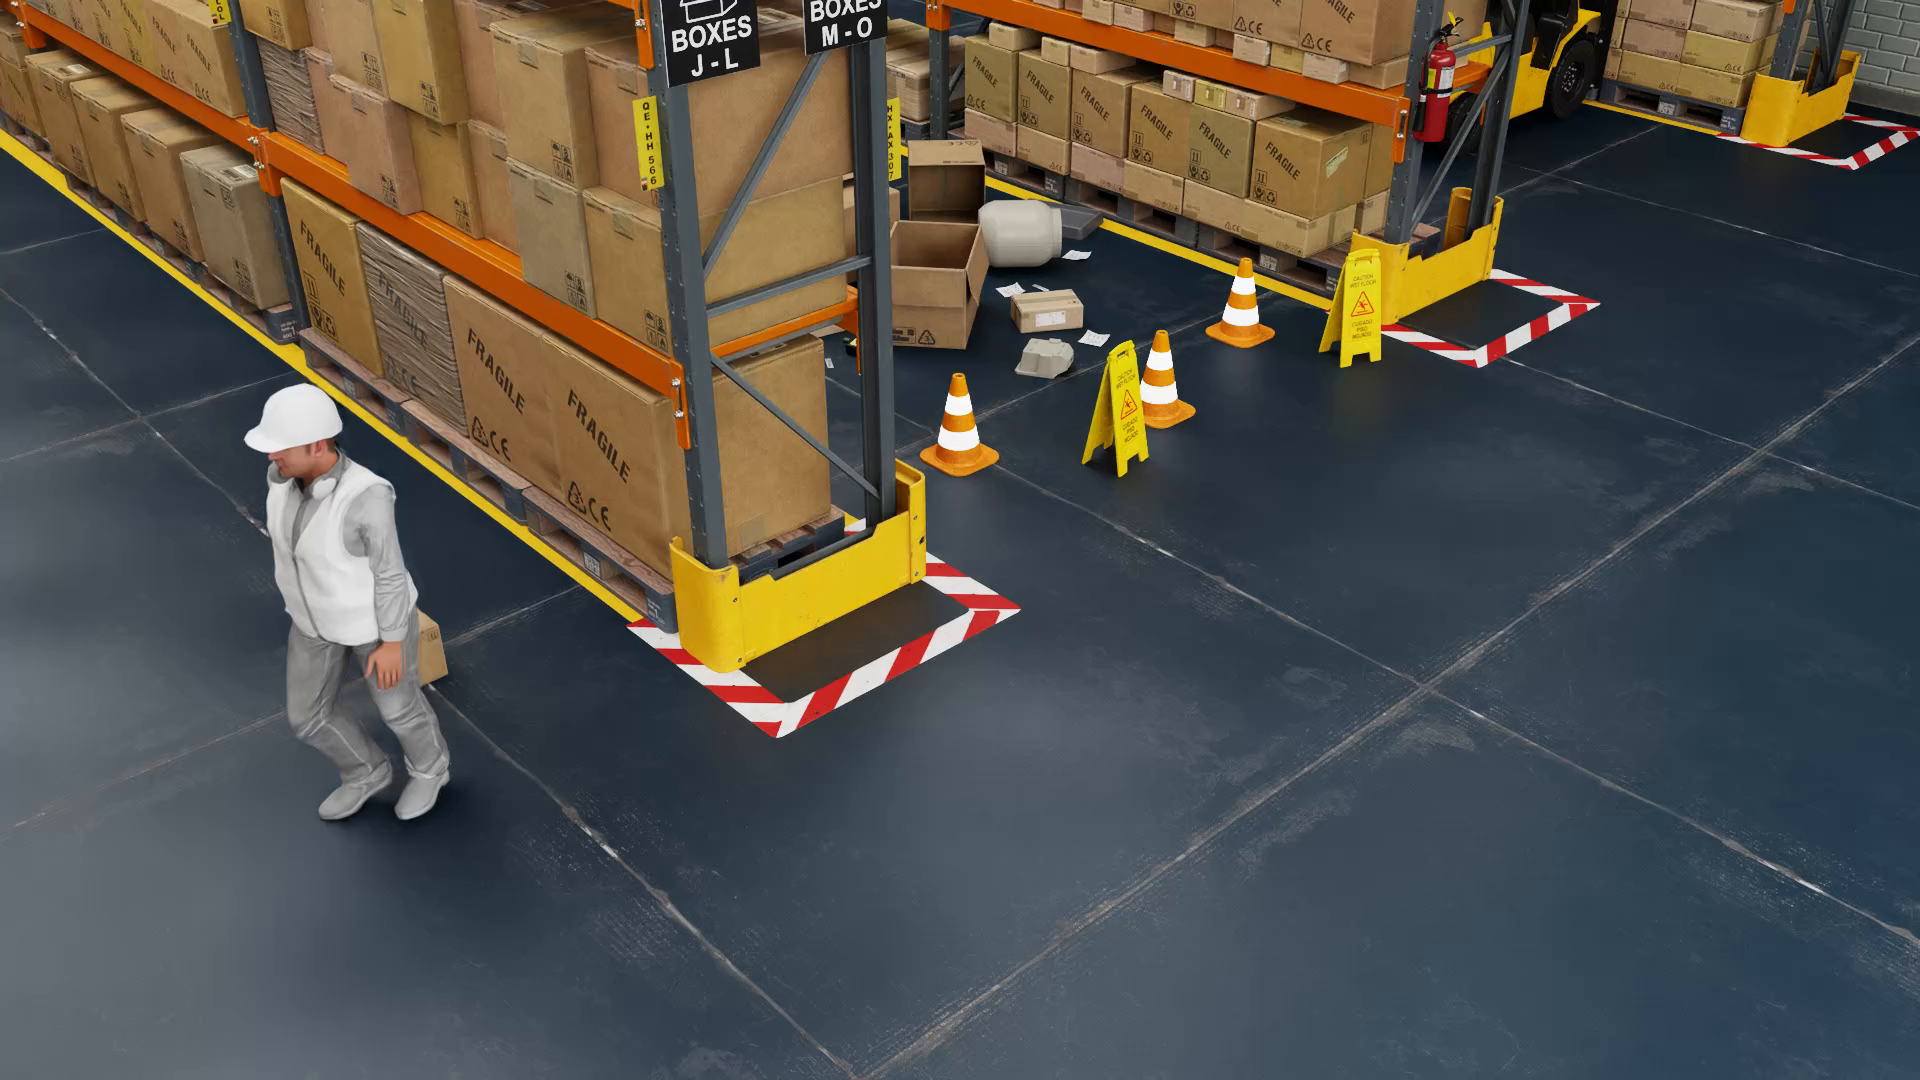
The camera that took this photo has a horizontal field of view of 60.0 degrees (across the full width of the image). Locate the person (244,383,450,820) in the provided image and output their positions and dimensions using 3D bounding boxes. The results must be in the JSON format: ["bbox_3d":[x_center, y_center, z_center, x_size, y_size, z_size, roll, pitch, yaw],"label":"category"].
[{"bbox_3d":[-2.056,0.248,5.681,0.563,1.783,0.490,12,34,19],"label":"person"}]
